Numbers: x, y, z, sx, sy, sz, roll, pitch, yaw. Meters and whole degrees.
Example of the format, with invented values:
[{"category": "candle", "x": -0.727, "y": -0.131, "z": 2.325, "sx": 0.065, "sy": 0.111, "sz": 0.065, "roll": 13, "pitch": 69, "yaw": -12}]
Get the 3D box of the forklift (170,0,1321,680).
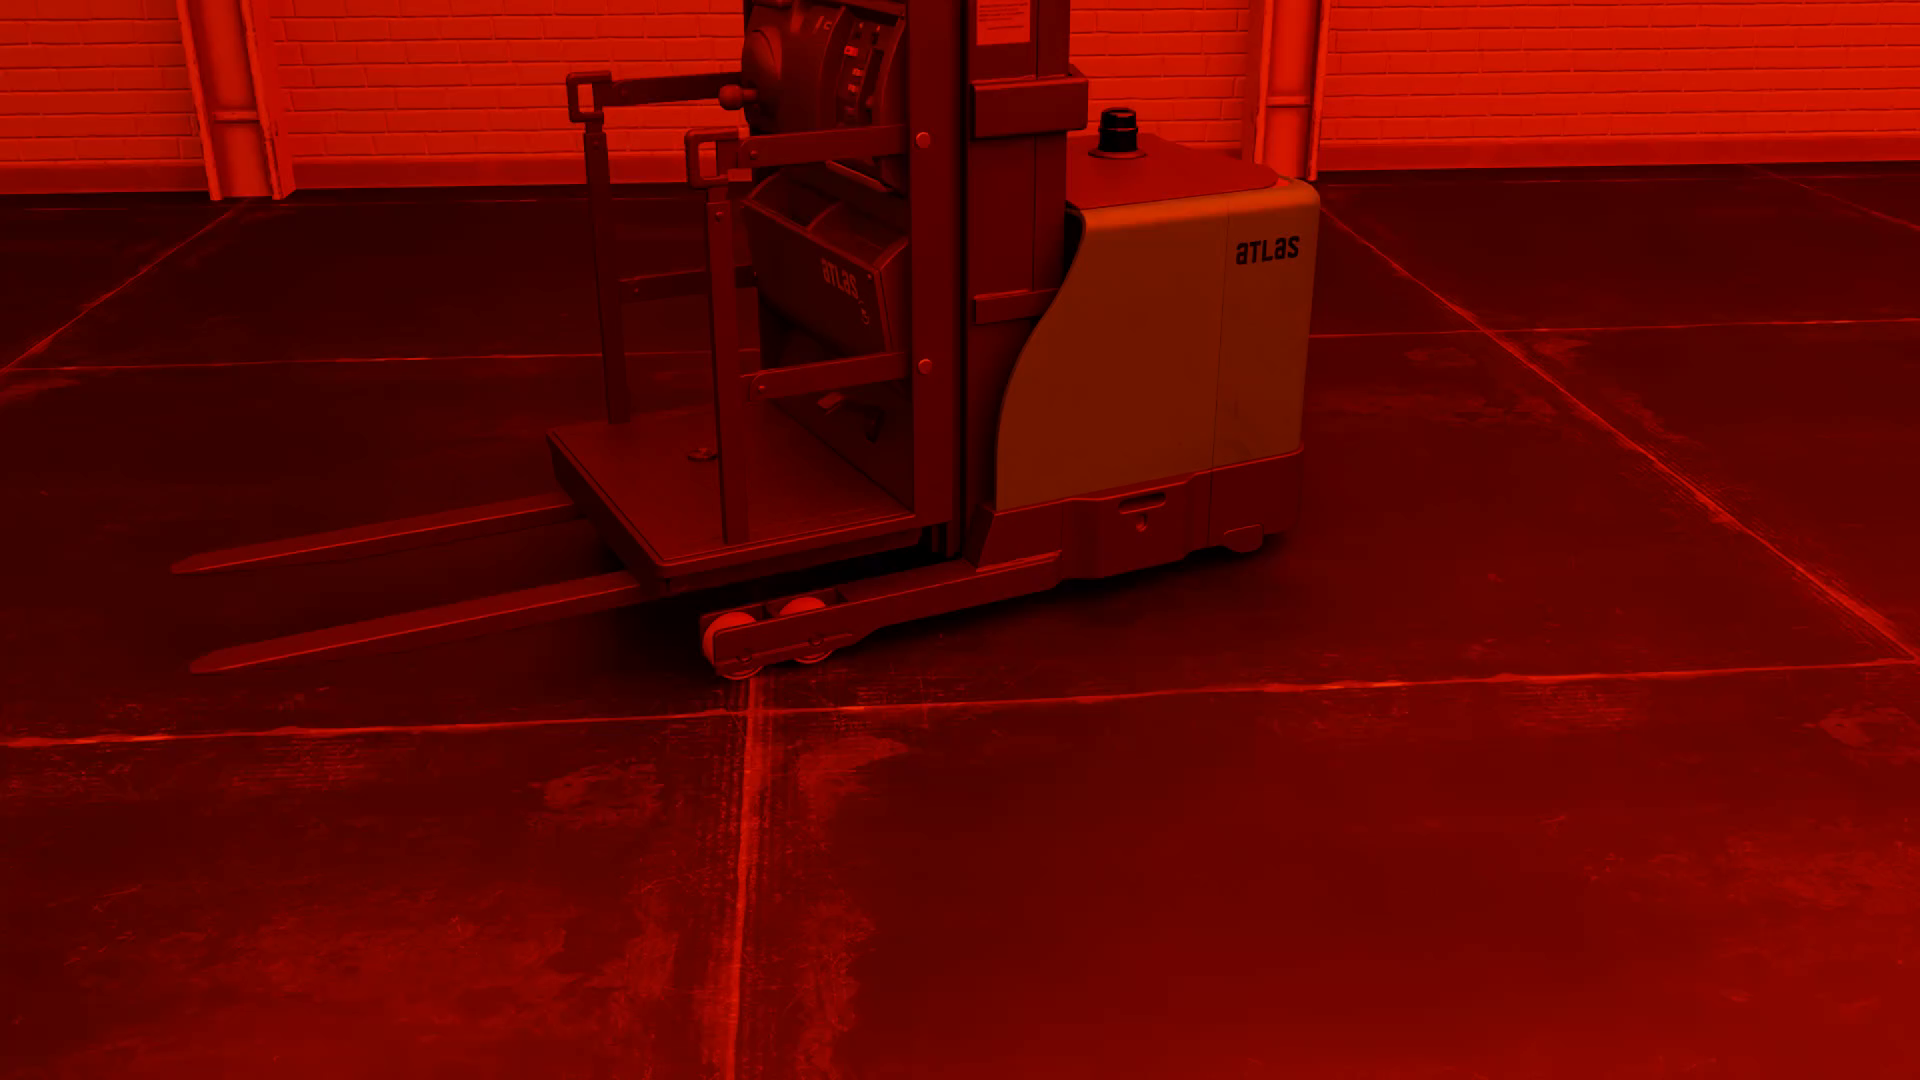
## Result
[{"category": "forklift", "x": -0.541, "y": -1.232, "z": 4.160, "sx": 3.031, "sy": 2.935, "sz": 1.130, "roll": -12, "pitch": 26, "yaw": -25}]
